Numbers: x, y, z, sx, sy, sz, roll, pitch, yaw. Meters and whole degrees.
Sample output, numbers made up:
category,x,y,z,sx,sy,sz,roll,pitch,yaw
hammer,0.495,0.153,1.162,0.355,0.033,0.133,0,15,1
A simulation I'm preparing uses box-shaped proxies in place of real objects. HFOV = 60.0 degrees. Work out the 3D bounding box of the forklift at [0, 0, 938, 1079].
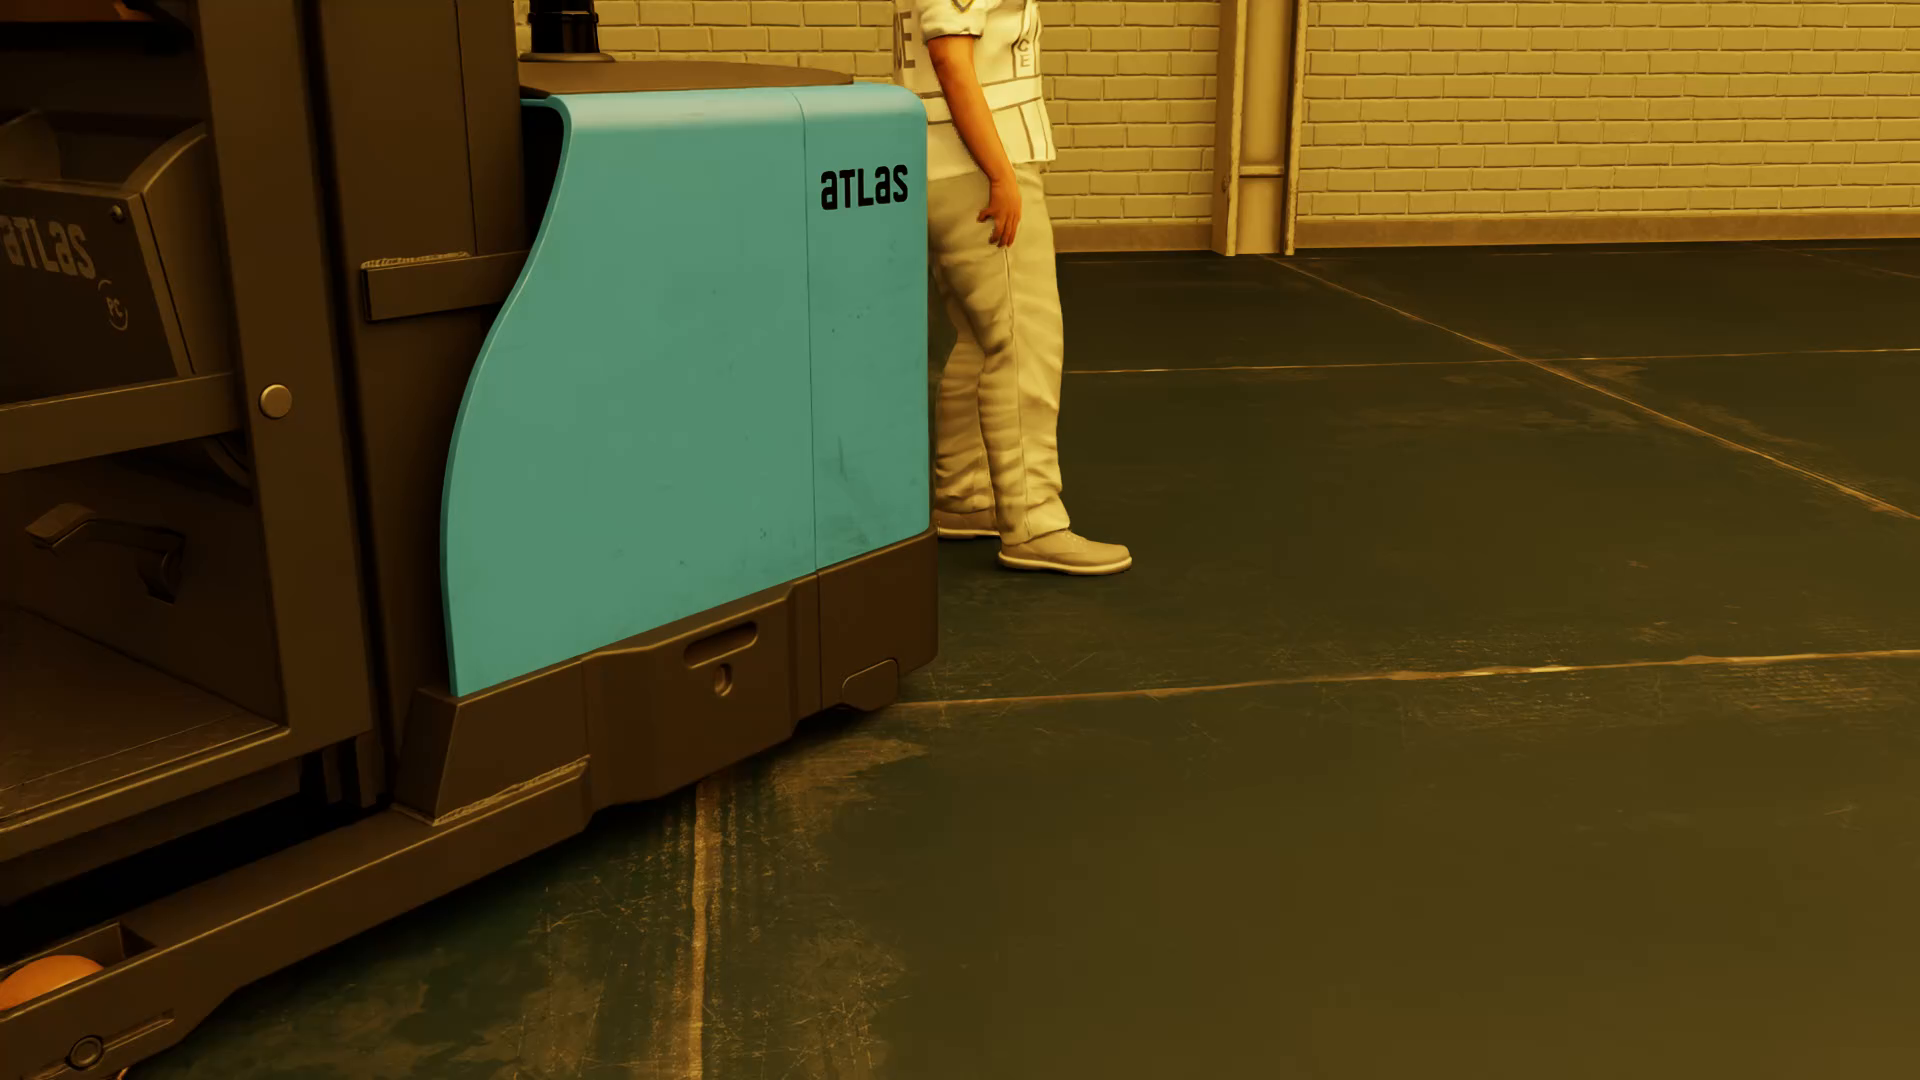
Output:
category,x,y,z,sx,sy,sz,roll,pitch,yaw
forklift,-1.344,-0.884,1.820,1.130,2.935,3.031,13,21,36

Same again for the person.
category,x,y,z,sx,sy,sz,roll,pitch,yaw
person,0.103,-0.794,3.722,0.516,1.670,0.599,-2,17,-6
